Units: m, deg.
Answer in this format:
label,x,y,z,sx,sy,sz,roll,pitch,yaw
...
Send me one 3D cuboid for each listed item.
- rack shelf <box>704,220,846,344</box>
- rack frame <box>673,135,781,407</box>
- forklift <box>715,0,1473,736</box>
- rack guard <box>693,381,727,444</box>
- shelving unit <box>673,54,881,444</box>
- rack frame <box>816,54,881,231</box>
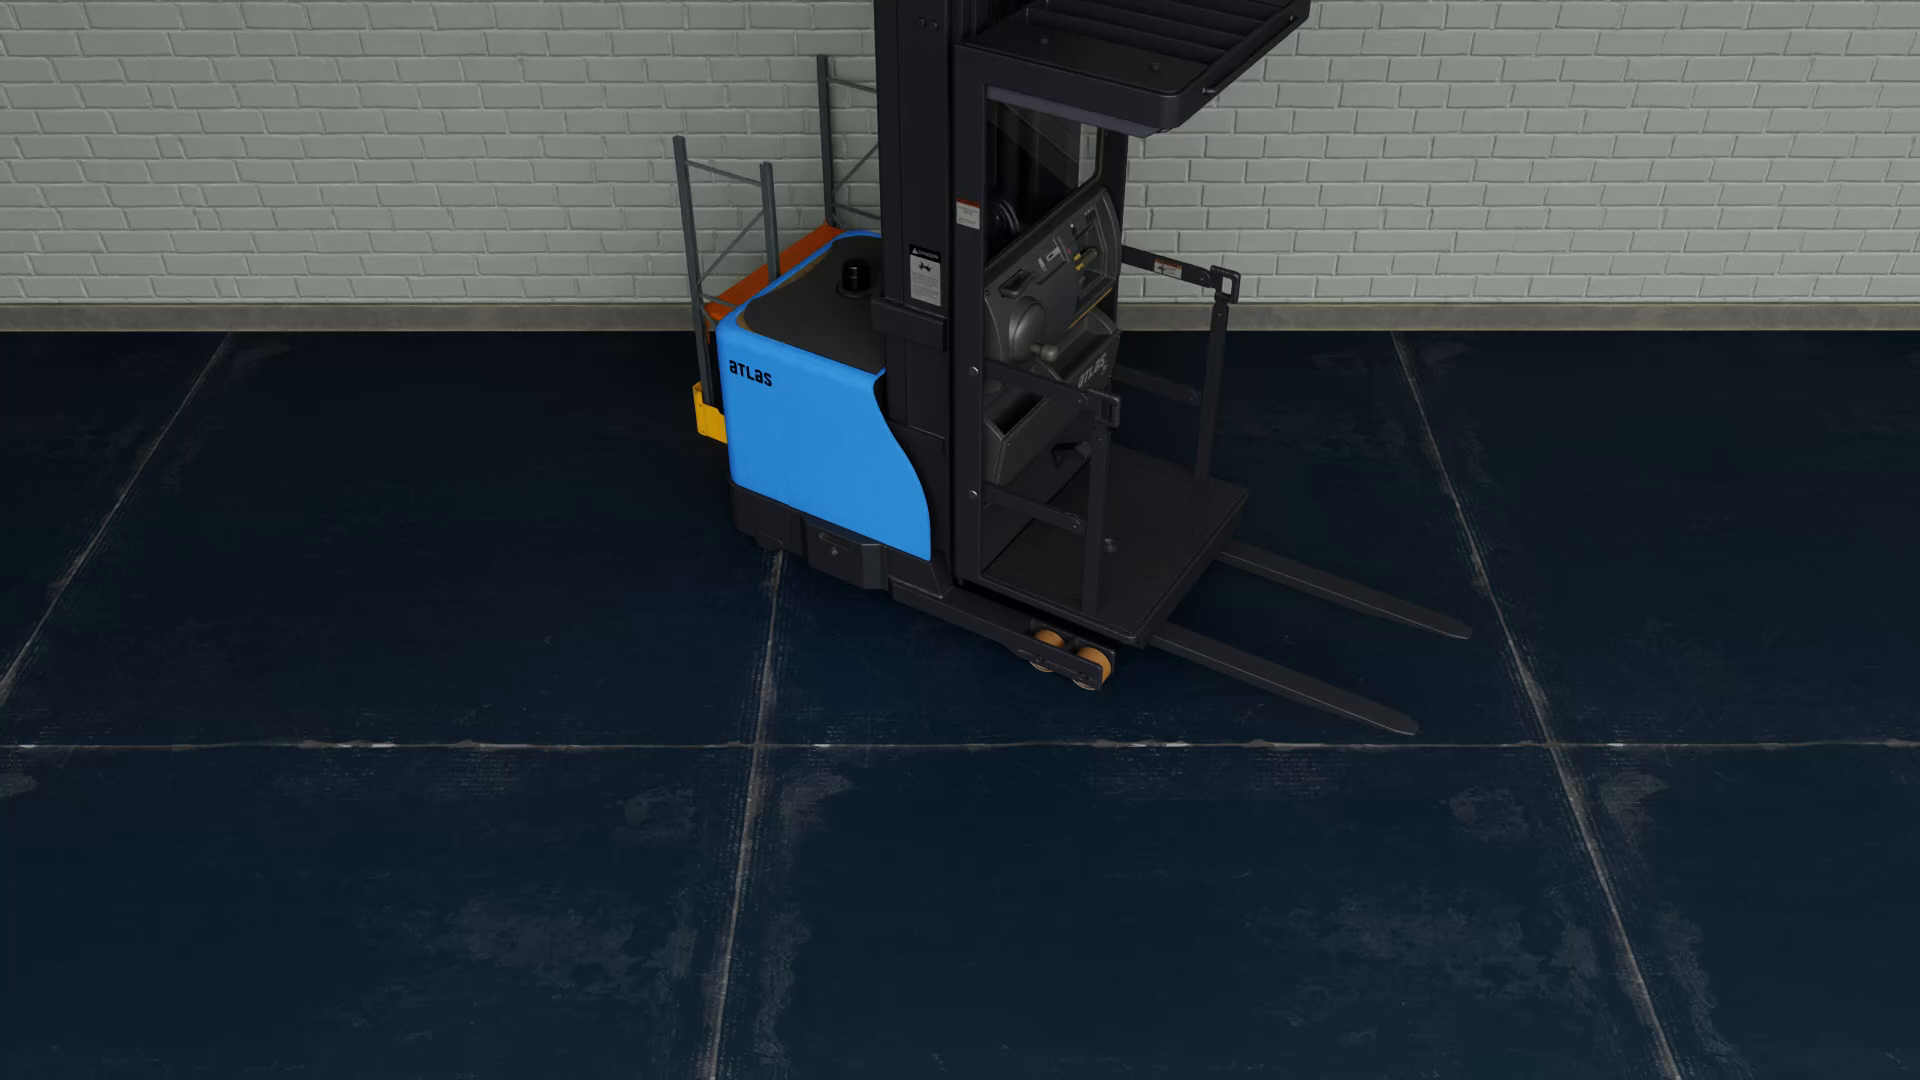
label,x,y,z,sx,sy,sz,roll,pitch,yaw
rack shelf,-0.711,-1.150,7.773,0.538,0.185,1.000,22,43,25
rack frame,-0.983,-1.021,7.325,0.500,1.500,0.032,22,43,25
forklift,0.529,-0.939,6.078,3.031,2.935,1.130,21,43,24
rack guard,-0.982,-0.534,7.717,0.587,0.250,0.087,22,43,25
shelving unit,-0.716,-1.285,7.654,0.587,1.500,1.083,22,43,25
rack frame,-0.440,-1.559,7.996,0.500,1.500,0.032,22,43,25
